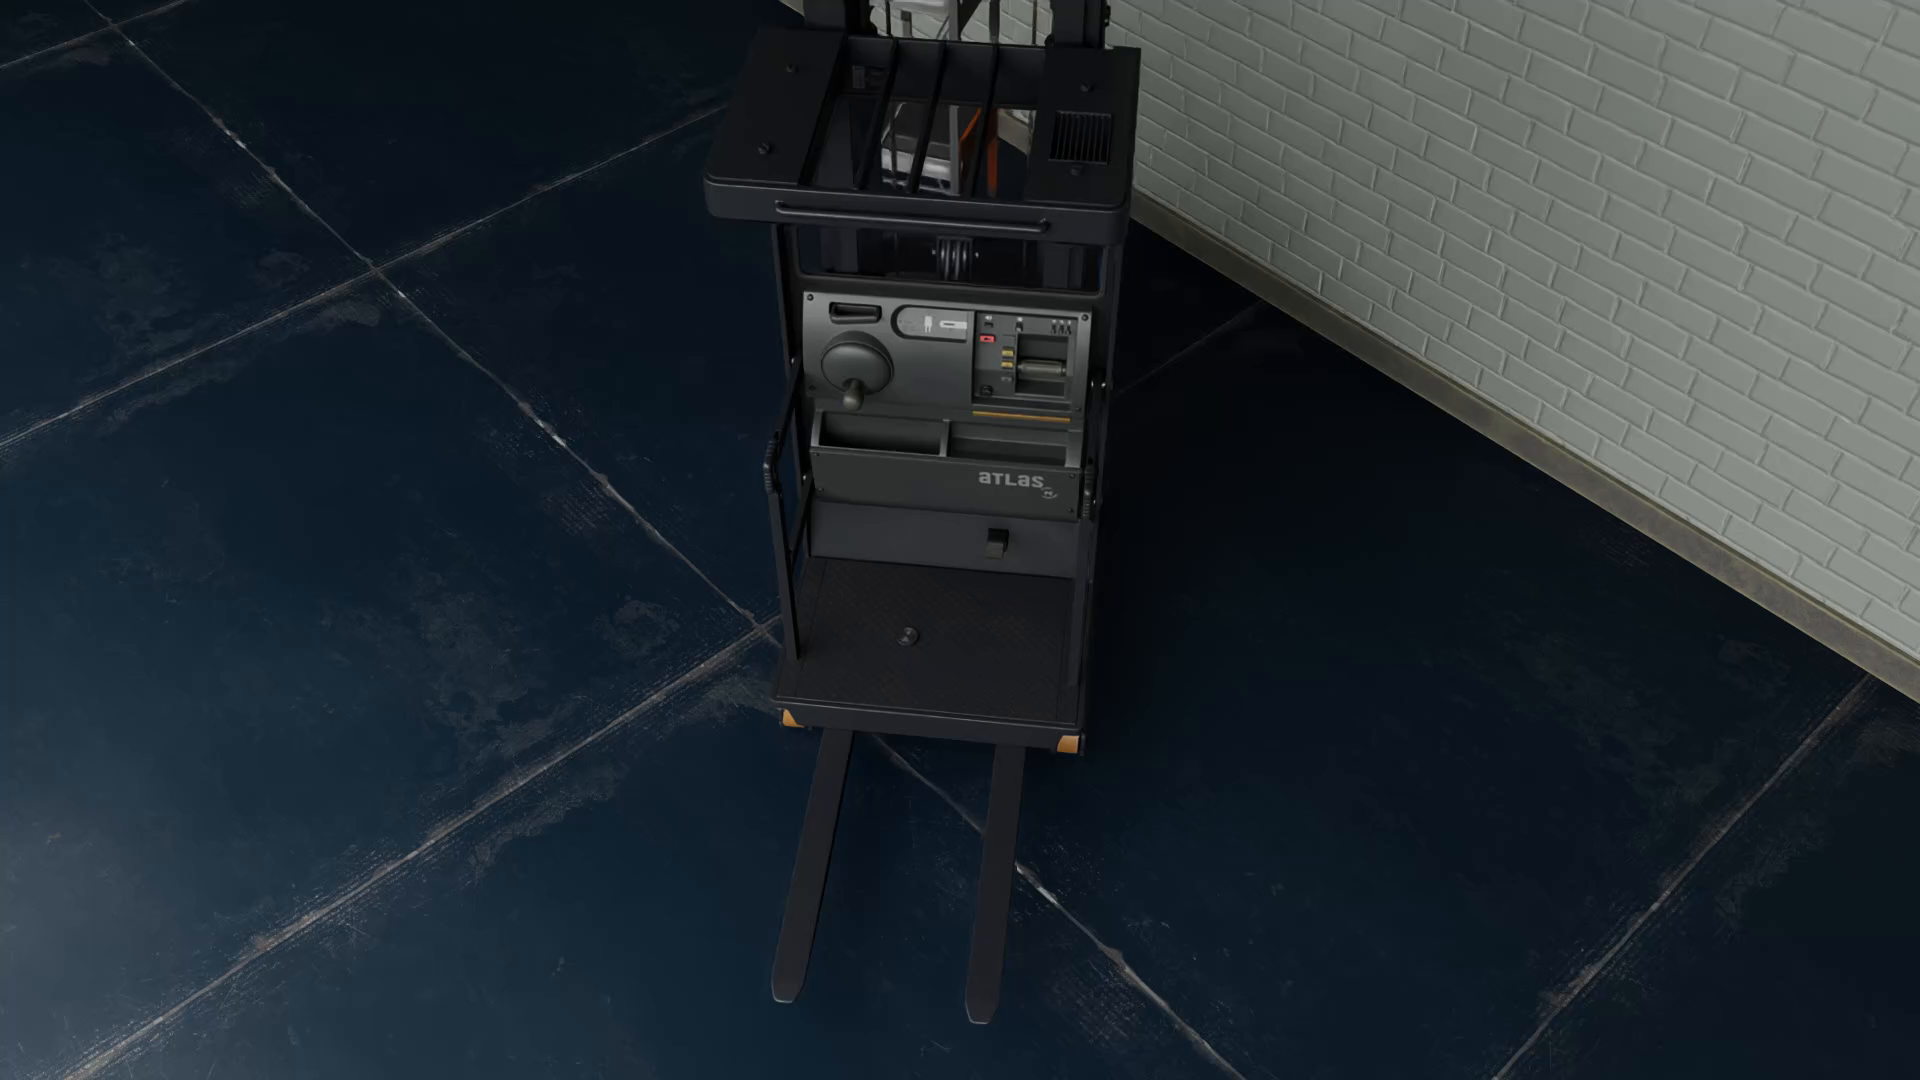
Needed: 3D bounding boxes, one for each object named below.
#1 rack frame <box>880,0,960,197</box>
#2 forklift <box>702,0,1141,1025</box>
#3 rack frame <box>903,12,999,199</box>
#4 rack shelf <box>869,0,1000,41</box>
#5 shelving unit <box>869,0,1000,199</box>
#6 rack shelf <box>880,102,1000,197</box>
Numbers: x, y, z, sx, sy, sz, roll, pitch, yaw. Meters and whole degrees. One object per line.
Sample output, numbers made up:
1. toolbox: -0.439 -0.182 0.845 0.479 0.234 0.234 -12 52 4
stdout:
1. rack frame: -0.192 -1.415 6.619 0.400 2.100 0.015 14 48 13
2. forklift: -0.067 -0.496 5.214 1.130 2.935 3.031 5 47 4
3. rack frame: -0.036 -1.753 6.936 0.400 2.100 0.015 14 48 13
4. rack shelf: -0.117 -2.055 6.278 0.431 0.518 0.480 14 48 13
5. shelving unit: -0.114 -1.584 6.778 0.431 2.100 0.503 14 48 13
6. rack shelf: -0.114 -1.575 6.788 0.431 0.518 0.480 14 48 13
